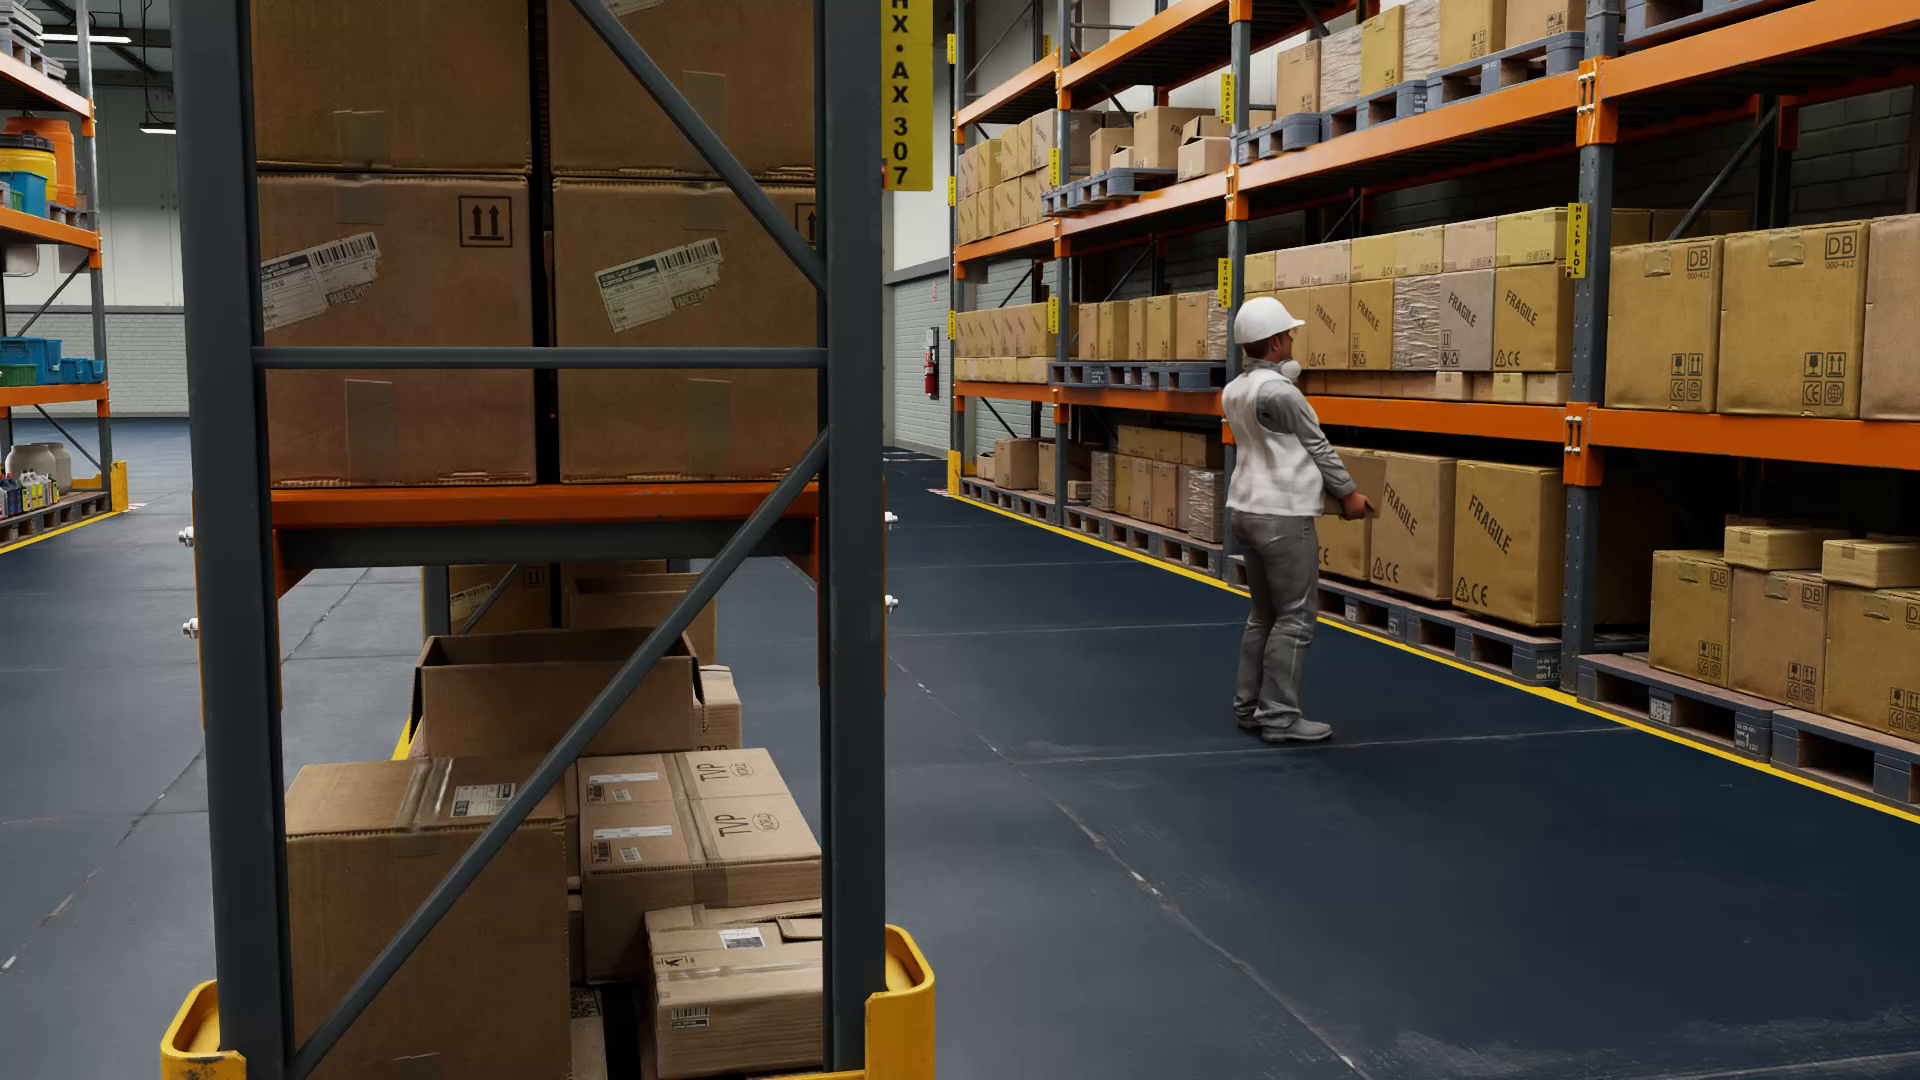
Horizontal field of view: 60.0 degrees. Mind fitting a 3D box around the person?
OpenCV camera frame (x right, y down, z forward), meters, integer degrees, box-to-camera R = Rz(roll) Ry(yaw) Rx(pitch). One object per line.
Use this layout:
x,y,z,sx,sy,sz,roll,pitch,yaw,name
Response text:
1.361,-0.094,6.740,0.550,1.762,0.494,-1,6,-13,person
